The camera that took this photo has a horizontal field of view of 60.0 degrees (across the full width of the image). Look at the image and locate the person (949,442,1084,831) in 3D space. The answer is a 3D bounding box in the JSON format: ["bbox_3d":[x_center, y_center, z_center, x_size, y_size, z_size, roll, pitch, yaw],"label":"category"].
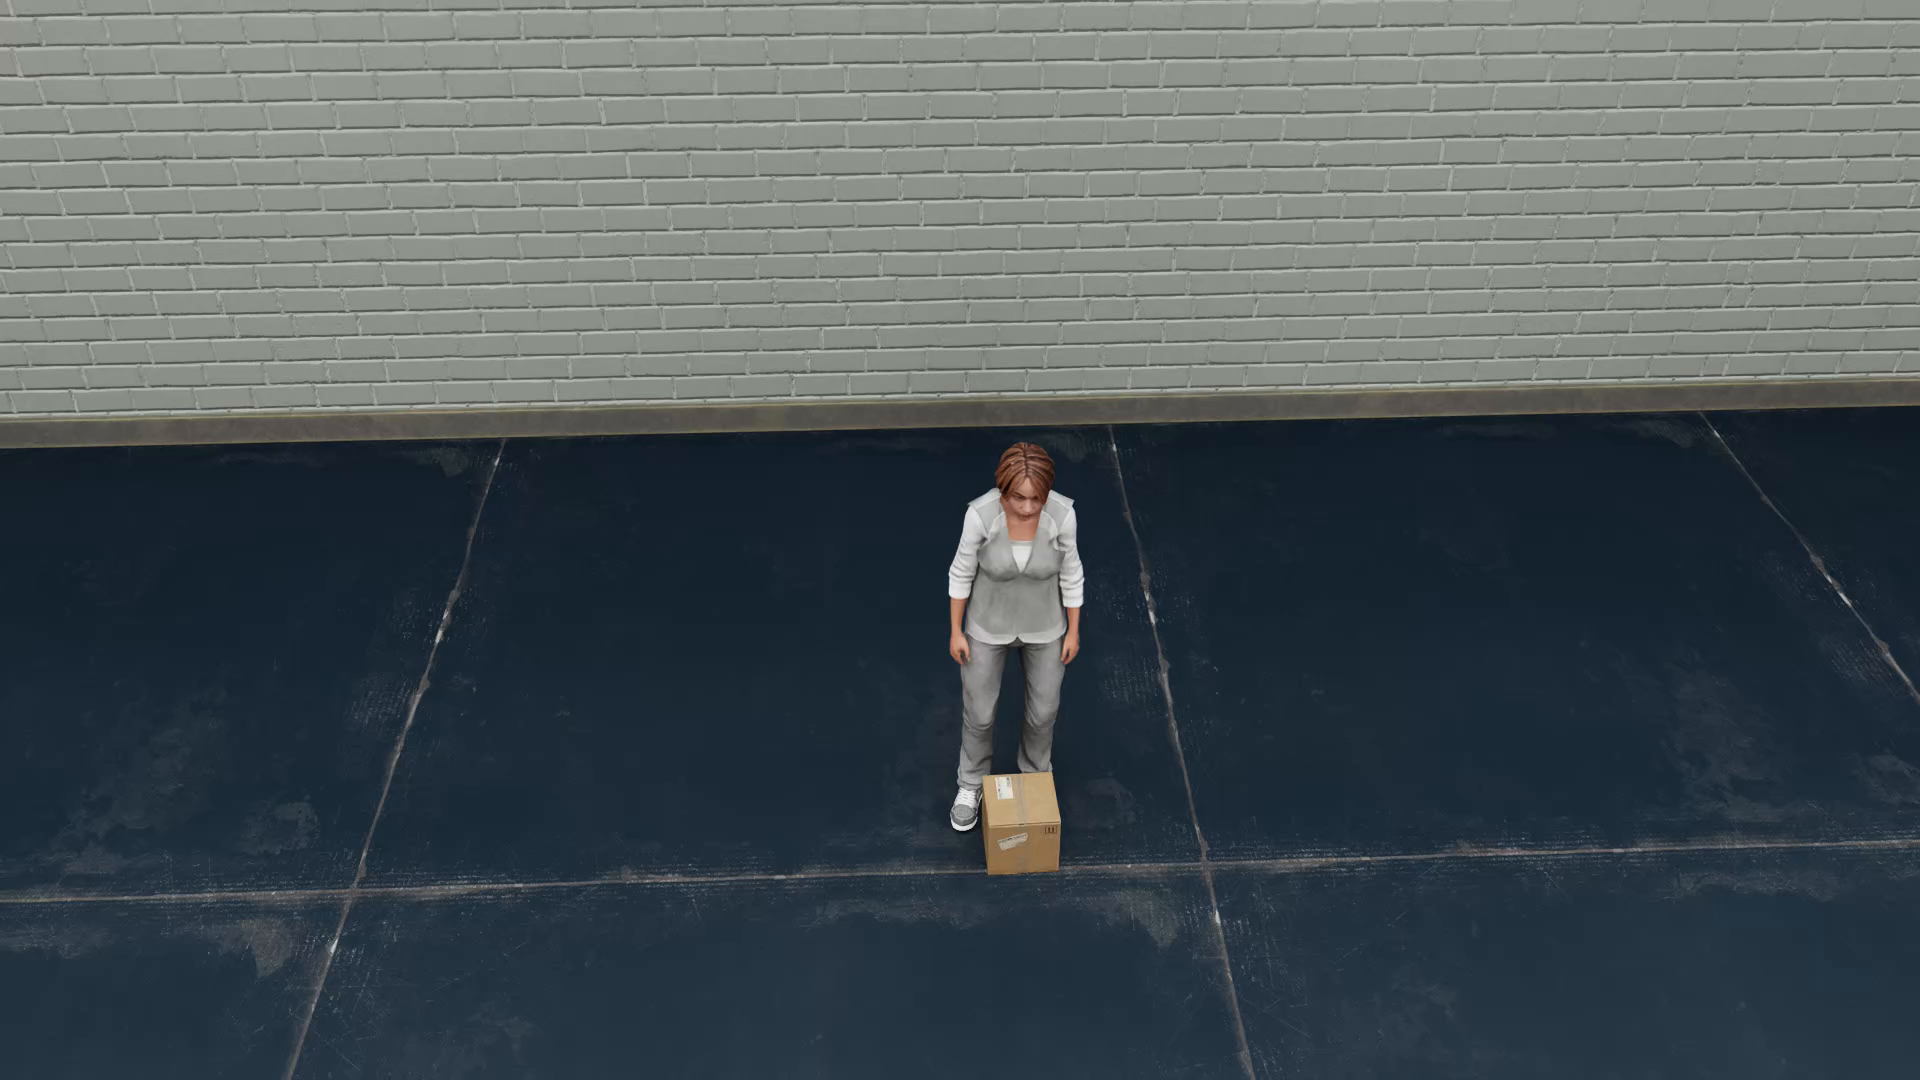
[{"bbox_3d":[0.190,0.322,5.708,0.459,1.593,0.348,-2,36,-2],"label":"person"}]
